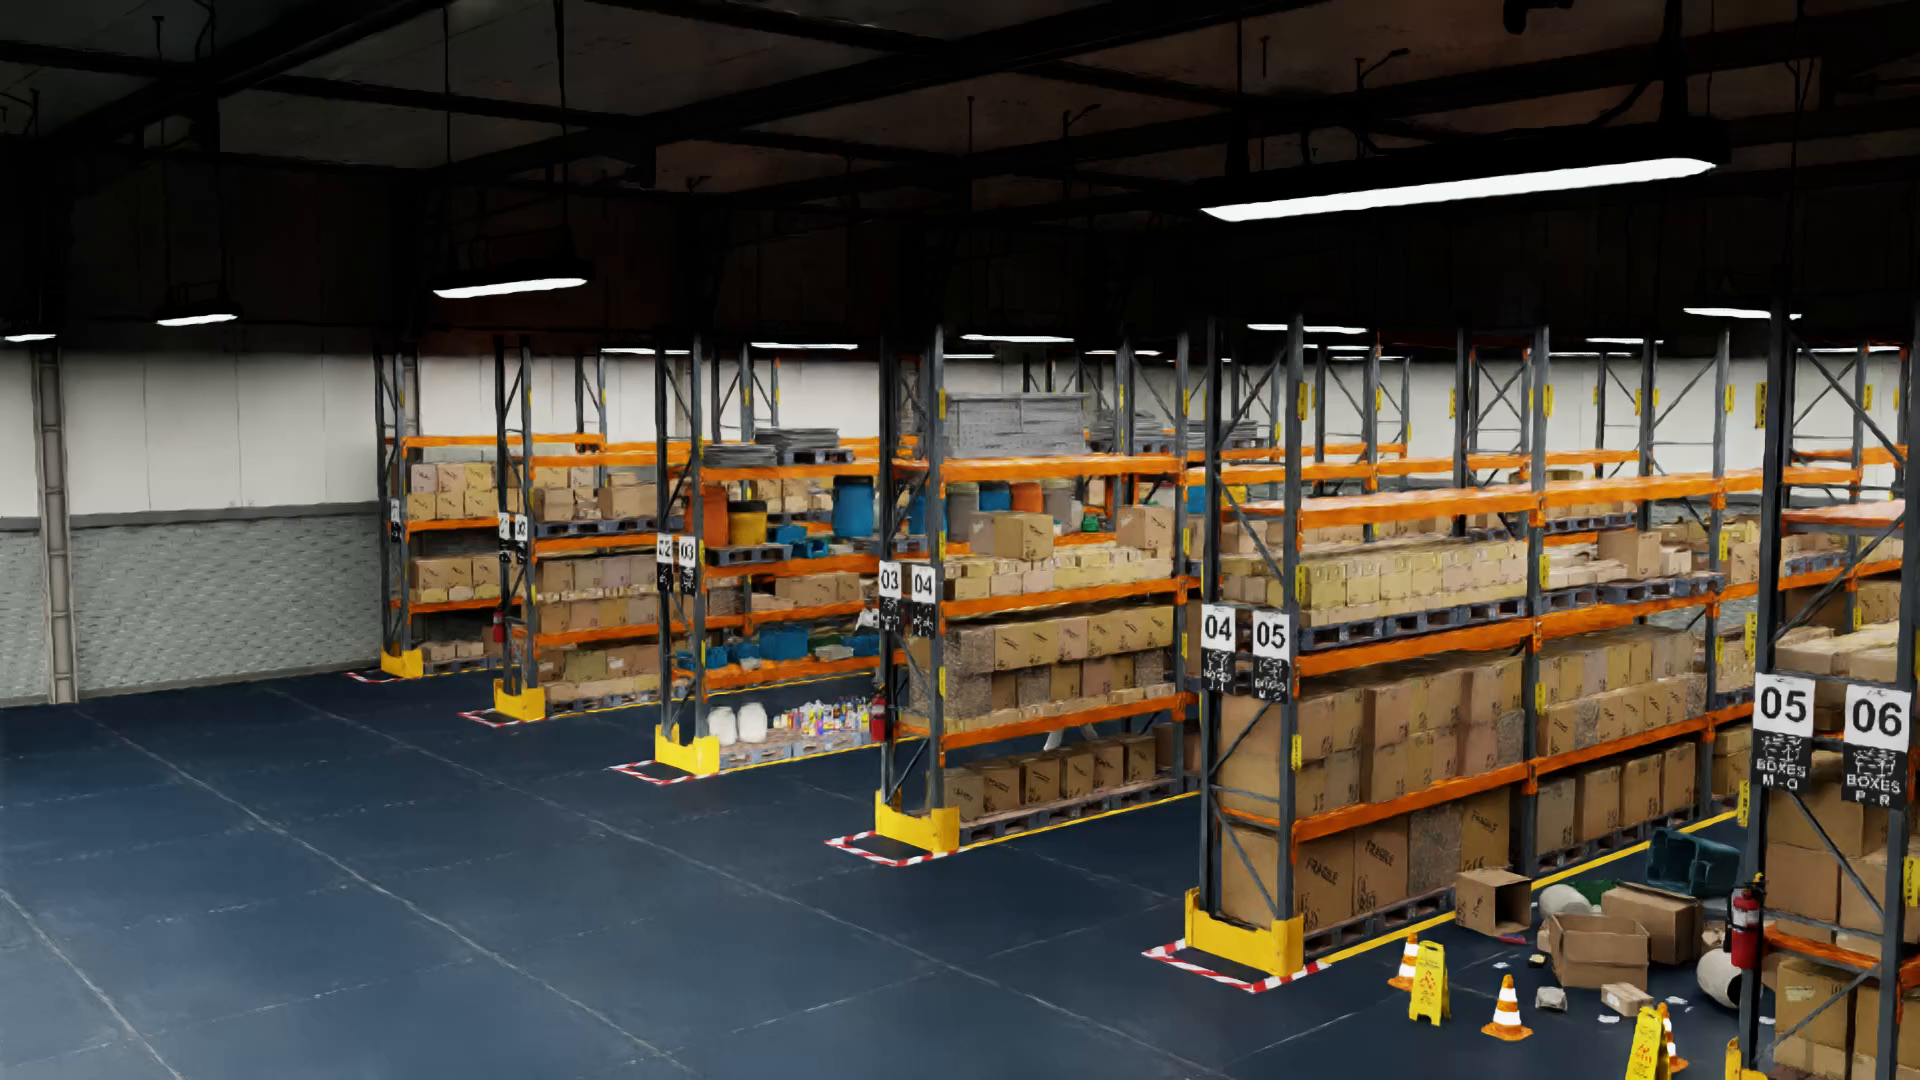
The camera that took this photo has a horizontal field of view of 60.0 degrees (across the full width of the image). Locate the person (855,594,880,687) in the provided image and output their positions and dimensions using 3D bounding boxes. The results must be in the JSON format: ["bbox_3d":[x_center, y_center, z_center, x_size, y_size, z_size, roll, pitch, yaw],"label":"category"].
[{"bbox_3d":[-1.474,1.722,28.929,0.639,1.610,0.807,3,6,33],"label":"person"}]

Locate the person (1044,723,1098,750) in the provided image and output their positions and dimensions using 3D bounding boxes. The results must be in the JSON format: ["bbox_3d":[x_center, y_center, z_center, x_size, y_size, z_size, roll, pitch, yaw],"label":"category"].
[{"bbox_3d":[1.500,2.270,22.634,1.094,1.629,0.599,-3,6,-32],"label":"person"}]
